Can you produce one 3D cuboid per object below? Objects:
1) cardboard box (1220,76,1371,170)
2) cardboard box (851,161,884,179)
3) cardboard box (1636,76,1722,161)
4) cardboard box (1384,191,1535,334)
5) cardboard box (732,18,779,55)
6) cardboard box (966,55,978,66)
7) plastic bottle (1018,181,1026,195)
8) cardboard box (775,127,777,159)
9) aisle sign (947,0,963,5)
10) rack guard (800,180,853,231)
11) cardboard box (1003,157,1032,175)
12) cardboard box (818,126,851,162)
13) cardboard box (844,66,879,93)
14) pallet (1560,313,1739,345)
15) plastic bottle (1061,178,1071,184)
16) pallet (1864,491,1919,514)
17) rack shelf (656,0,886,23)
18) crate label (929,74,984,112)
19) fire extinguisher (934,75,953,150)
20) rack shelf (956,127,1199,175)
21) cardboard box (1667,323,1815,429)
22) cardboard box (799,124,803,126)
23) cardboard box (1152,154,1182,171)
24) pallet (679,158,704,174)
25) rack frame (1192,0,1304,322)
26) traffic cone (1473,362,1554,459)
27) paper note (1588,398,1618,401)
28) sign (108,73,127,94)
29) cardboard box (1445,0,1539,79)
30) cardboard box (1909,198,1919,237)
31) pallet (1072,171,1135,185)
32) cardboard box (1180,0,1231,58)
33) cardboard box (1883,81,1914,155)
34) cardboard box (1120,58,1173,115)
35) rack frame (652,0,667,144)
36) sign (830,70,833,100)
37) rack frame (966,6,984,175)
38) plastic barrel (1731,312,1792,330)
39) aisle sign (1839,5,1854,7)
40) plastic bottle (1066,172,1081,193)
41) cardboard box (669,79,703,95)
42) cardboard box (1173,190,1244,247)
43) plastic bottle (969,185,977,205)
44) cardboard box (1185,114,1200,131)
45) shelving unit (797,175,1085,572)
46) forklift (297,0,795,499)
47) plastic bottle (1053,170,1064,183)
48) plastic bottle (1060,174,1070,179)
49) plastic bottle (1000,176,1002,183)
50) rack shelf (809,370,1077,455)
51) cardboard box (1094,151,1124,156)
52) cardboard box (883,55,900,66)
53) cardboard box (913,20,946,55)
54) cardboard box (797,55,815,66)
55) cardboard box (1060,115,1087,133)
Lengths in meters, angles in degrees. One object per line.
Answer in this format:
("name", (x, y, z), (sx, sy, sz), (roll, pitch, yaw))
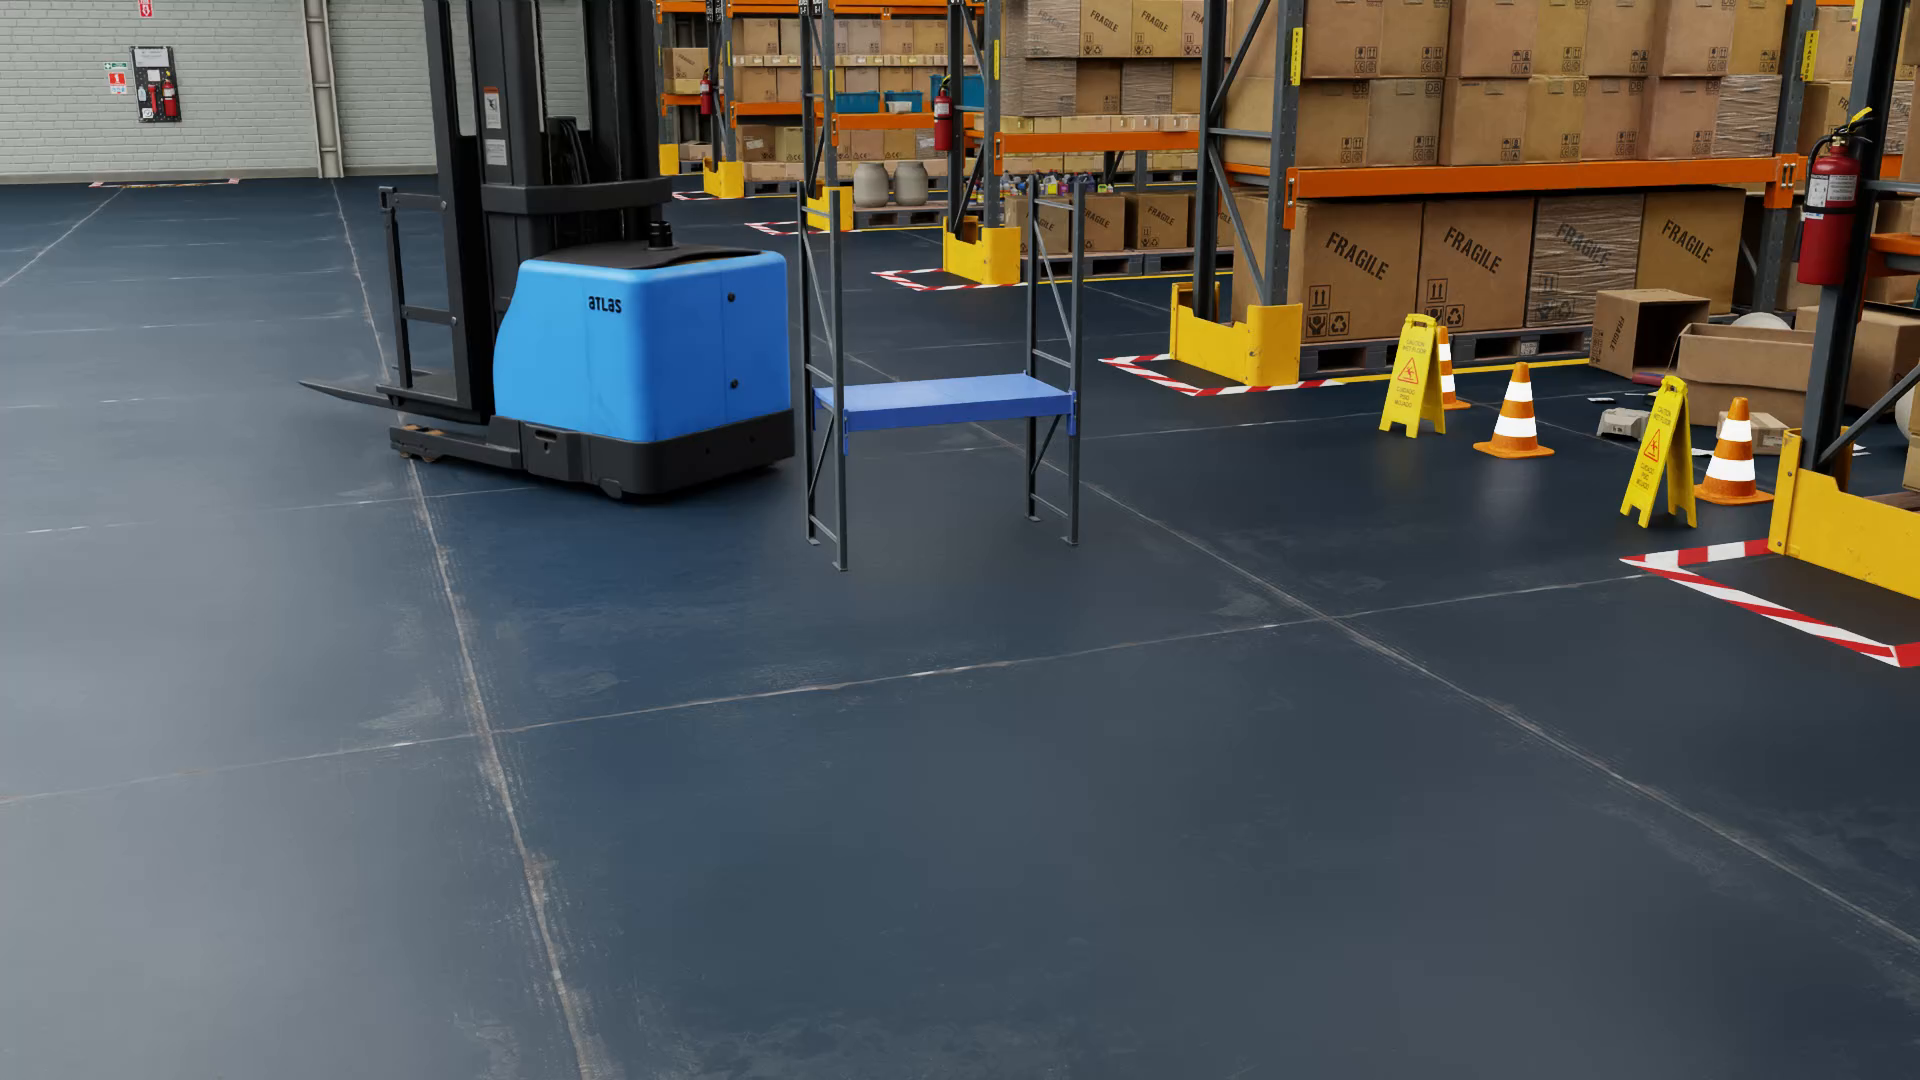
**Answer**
("cardboard box", (2.131, -2.679, 10.632), (0.550, 0.550, 0.875), (-6, 17, -20))
("cardboard box", (-1.439, -5.508, 24.667), (0.500, 0.250, 0.500), (-6, 17, -20))
("cardboard box", (4.690, -2.931, 11.491), (0.550, 0.550, 0.875), (-6, 17, -20))
("cardboard box", (3.231, -1.915, 11.321), (0.875, 0.875, 0.875), (-6, 18, -21))
("cardboard box", (-2.931, -7.199, 23.811), (0.500, 0.500, 0.700), (-6, 17, -20))
("cardboard box", (0.137, -7.159, 24.823), (0.250, 0.149, 0.380), (-6, 17, -20))
("plastic bottle", (0.755, -4.244, 20.288), (0.097, 0.271, 0.097), (0, 16, 0))
("cardboard box", (-3.284, -6.959, 29.127), (0.500, 0.500, 0.700), (-7, 18, -24))
("aisle sign", (-0.045, -5.193, 14.845), (0.004, 0.787, 0.394), (-6, 17, -20))
("rack guard", (-1.598, -3.997, 19.822), (0.348, 0.500, 1.175), (-6, 17, -20))
("cardboard box", (0.779, -5.741, 25.458), (0.500, 0.250, 0.500), (-7, 18, -21))
("cardboard box", (-1.912, -5.822, 24.404), (0.500, 0.500, 0.500), (-6, 17, -20))
("cardboard box", (-1.536, -6.728, 24.509), (0.500, 0.500, 0.700), (-6, 17, -18))
("pallet", (4.798, -1.567, 12.060), (1.213, 0.211, 1.003), (-6, 17, -20))
("plastic bottle", (1.329, -4.360, 20.675), (0.135, 0.276, 0.152), (-6, 17, -20))
("pallet", (4.508, -0.008, 6.751), (1.213, 0.211, 1.003), (-6, 17, -20))
("rack shelf", (-3.330, -9.078, 28.643), (4.000, 0.370, 1.077), (-6, 17, -20))
("crate label", (-0.030, -5.450, 20.270), (0.616, 0.435, 0.502), (-6, 17, -20))
("fire extinguisher", (-0.152, -3.946, 15.348), (0.183, 0.674, 0.296), (-6, 17, -20))
("rack shelf", (1.988, -3.730, 15.752), (4.000, 0.370, 1.077), (-6, 17, -20))
("cardboard box", (4.400, -0.911, 9.308), (0.797, 0.503, 0.637), (9, 19, 28))
("cardboard box", (-2.098, -5.959, 24.870), (0.500, 0.500, 0.500), (-6, 17, -20))
("cardboard box", (3.165, -5.998, 26.336), (0.500, 0.250, 0.500), (-6, 18, -21))
("pallet", (-4.355, -6.525, 28.944), (1.213, 0.211, 1.003), (-6, 17, -20))
("rack frame", (1.801, -2.558, 10.485), (0.127, 3.000, 1.000), (-6, 17, -20))
("traffic cone", (2.891, -0.689, 8.623), (0.334, 0.463, 0.336), (-6, 17, -20))
("paper note", (3.833, -0.840, 9.906), (0.142, 0.017, 0.144), (0, 16, -1))
("sign", (-13.330, -7.225, 26.316), (0.234, 0.329, 0.001), (-6, 17, -20))
("cardboard box", (3.213, -3.276, 10.746), (0.550, 0.550, 0.875), (-6, 17, -20))
("cardboard box", (3.939, -1.239, 6.440), (0.250, 0.149, 0.380), (-6, 17, -18))
("pallet", (2.129, -5.754, 26.317), (1.213, 0.211, 1.003), (-6, 17, -20))
("cardboard box", (2.132, -4.679, 15.227), (0.500, 0.500, 0.500), (-6, 17, -20))
("cardboard box", (6.594, -3.042, 11.958), (0.500, 0.500, 0.500), (-6, 17, -20))
("cardboard box", (1.550, -4.233, 15.484), (0.500, 0.500, 0.875), (-6, 17, -20))
("rack frame", (-5.197, -7.783, 28.277), (0.127, 3.000, 1.000), (-6, 17, -20))
("sign", (-1.459, -5.164, 18.868), (0.005, 0.325, 0.100), (-6, 17, -20))
("rack frame", (0.314, -6.883, 25.214), (0.127, 3.000, 1.000), (-6, 17, -20))
("plastic barrel", (5.025, -1.207, 10.457), (0.421, 0.421, 0.512), (6, 17, 18))
("aisle sign", (13.249, -8.122, 24.819), (0.004, 0.787, 0.394), (-6, 17, -20))
("plastic bottle", (1.406, -4.359, 20.540), (0.185, 0.351, 0.144), (-7, 18, -23))
("cardboard box", (-4.628, -7.686, 28.179), (0.500, 0.250, 0.500), (-7, 18, -22))
("cardboard box", (2.384, -3.106, 16.041), (0.500, 0.500, 0.500), (-8, 18, -25))
("plastic bottle", (0.152, -4.179, 20.067), (0.097, 0.271, 0.097), (0, 16, 0))
("cardboard box", (2.093, -3.904, 15.516), (0.250, 0.149, 0.380), (-6, 17, -20))
("shelving unit", (-0.080, -0.711, 6.858), (1.048, 1.500, 0.538), (-6, 17, -20))
("forklift", (-2.307, -1.904, 8.379), (3.031, 2.935, 1.130), (12, 20, 35))
("plastic bottle", (1.232, -4.509, 21.051), (0.185, 0.351, 0.144), (-6, 17, -20))
("plastic bottle", (1.336, -4.527, 21.244), (0.135, 0.276, 0.152), (-5, 17, -18))
("plastic bottle", (0.434, -4.467, 20.906), (0.185, 0.351, 0.144), (-5, 17, -18))
("rack shelf", (-0.080, -0.538, 6.908), (1.000, 0.185, 0.538), (-6, 17, -20))
("cardboard box", (2.224, -6.166, 25.911), (0.500, 0.311, 0.500), (-6, 17, -19))
("cardboard box", (-1.049, -7.031, 24.388), (0.250, 0.149, 0.380), (-6, 17, -18))
("cardboard box", (-0.569, -7.456, 24.684), (0.500, 0.500, 0.700), (-6, 17, -20))
("cardboard box", (-2.262, -6.899, 23.939), (0.250, 0.149, 0.380), (-6, 18, -21))
("cardboard box", (0.951, -3.760, 15.024), (0.250, 0.149, 0.380), (-6, 17, -20))
